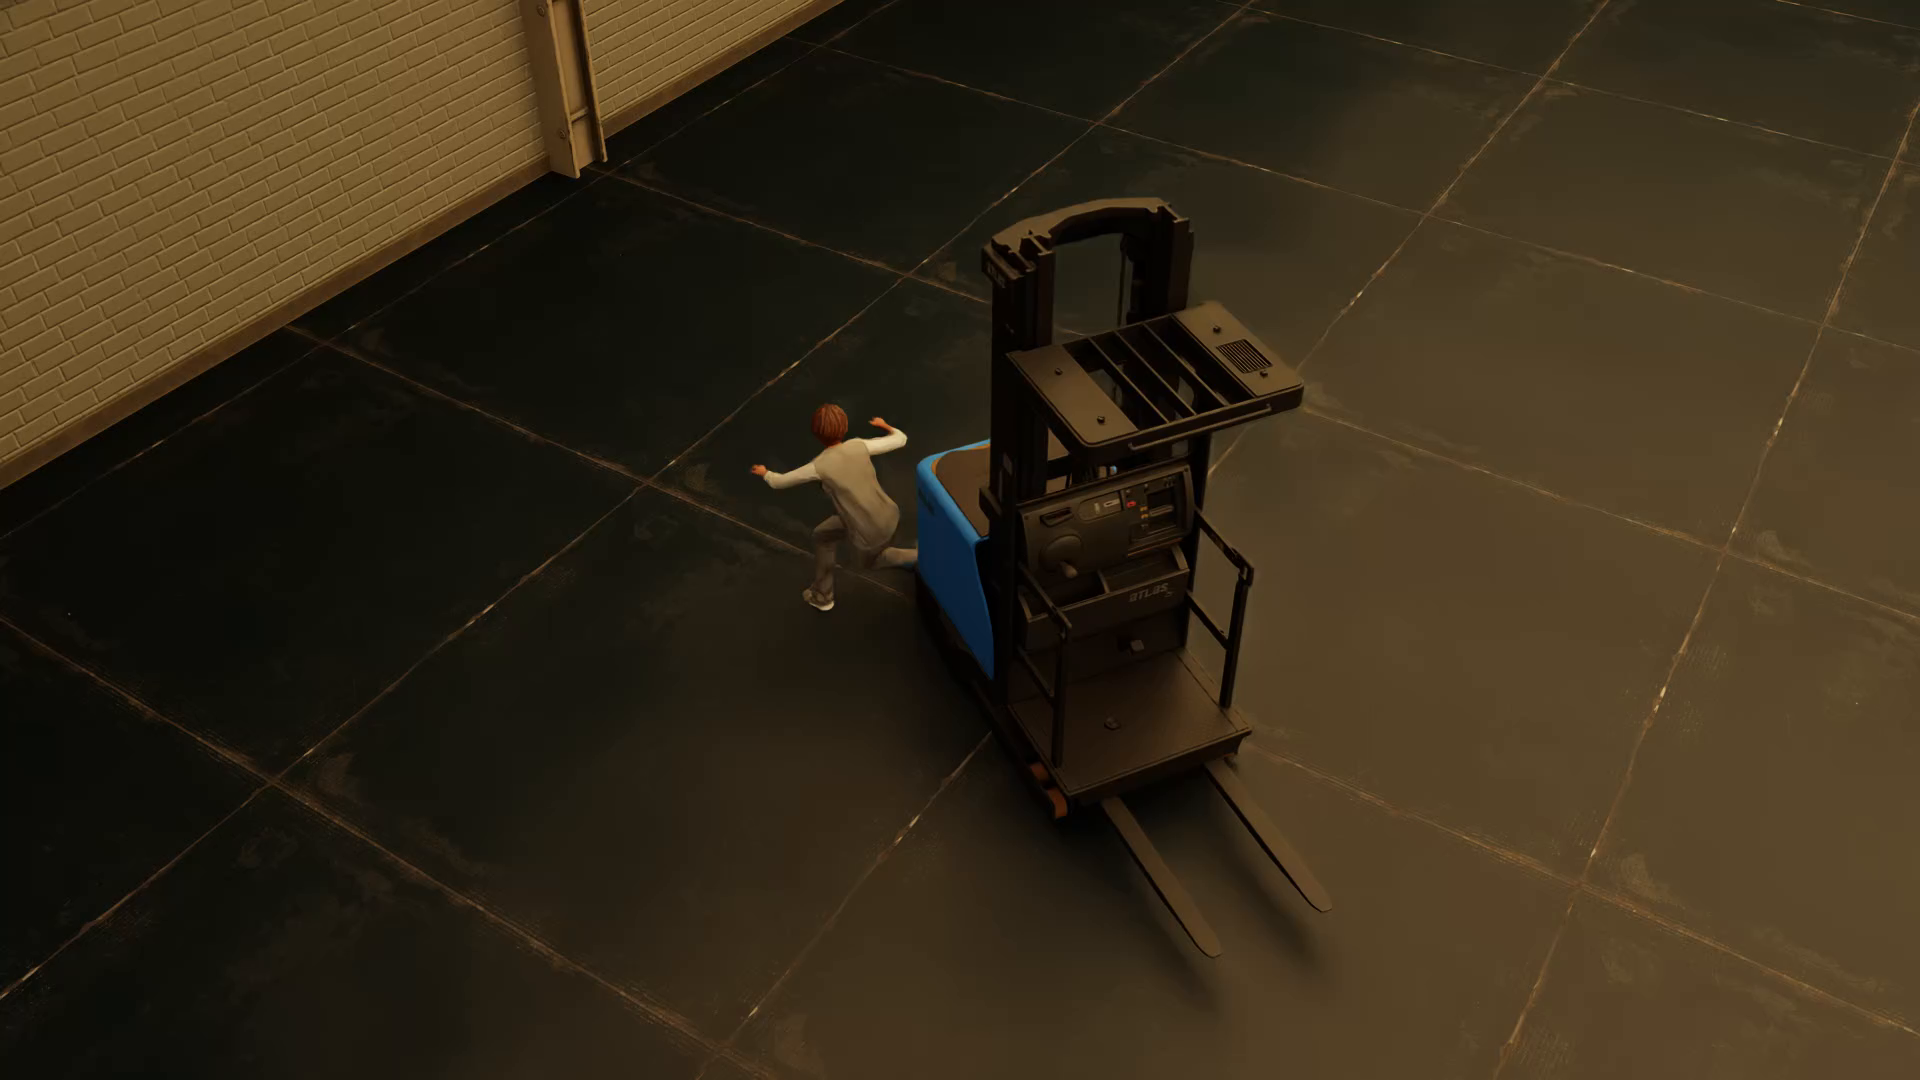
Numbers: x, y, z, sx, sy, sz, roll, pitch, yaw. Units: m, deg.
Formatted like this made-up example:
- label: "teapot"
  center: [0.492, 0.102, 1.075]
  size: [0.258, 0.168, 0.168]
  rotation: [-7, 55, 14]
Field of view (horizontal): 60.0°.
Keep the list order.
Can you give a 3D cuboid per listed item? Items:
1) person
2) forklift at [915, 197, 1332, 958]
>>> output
- label: "person"
  center: [-0.656, -0.258, 9.509]
  size: [1.034, 1.396, 0.758]
  rotation: [14, 42, 15]
- label: "forklift"
  center: [0.820, -0.009, 7.977]
  size: [1.130, 2.935, 3.031]
  rotation: [-17, 43, -19]
